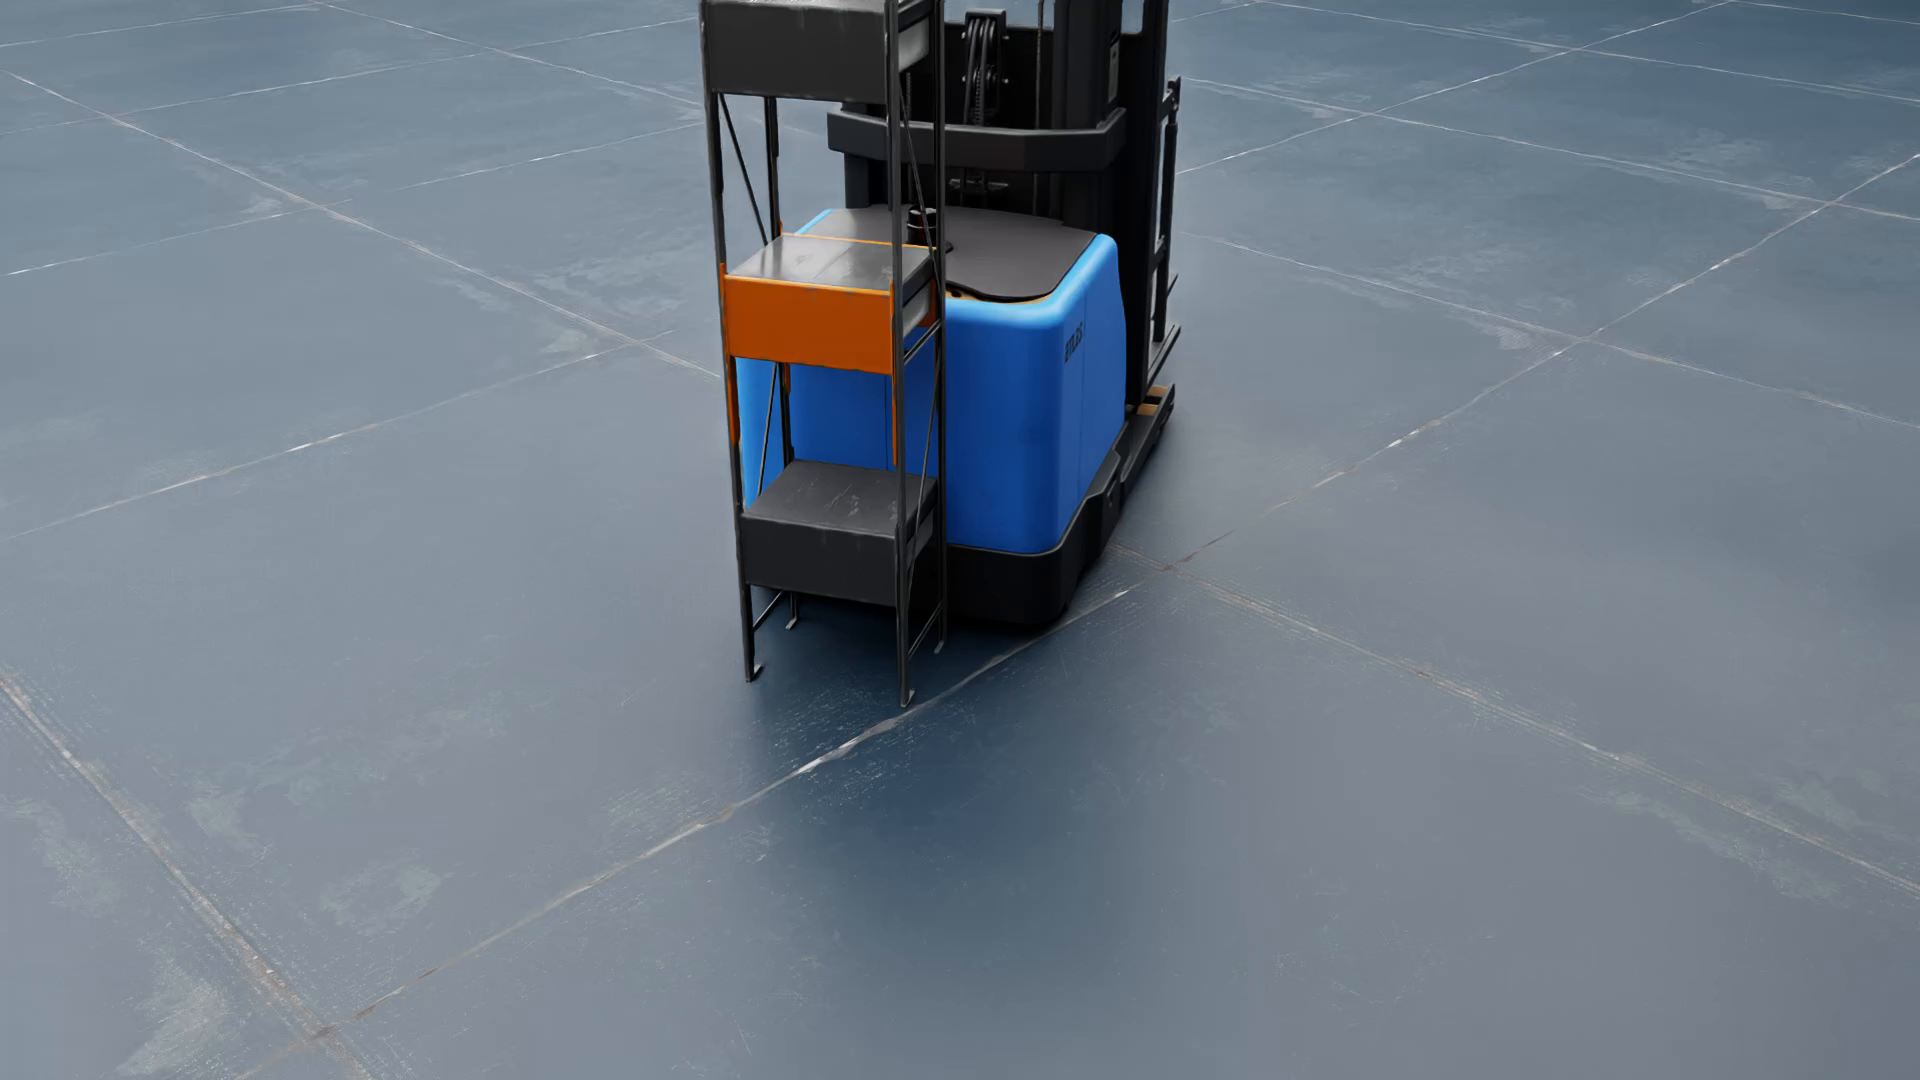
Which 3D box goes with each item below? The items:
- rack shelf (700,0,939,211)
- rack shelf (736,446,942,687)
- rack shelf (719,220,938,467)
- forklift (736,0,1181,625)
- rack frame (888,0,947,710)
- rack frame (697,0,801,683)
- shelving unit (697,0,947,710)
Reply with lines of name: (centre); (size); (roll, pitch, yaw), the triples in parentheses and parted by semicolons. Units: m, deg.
rack shelf: (-0.339, -1.169, 4.242); (0.480, 0.518, 0.431); (8, 29, 15)
rack shelf: (-0.339, 0.070, 4.893); (0.480, 0.518, 0.431); (8, 29, 15)
rack shelf: (-0.339, -0.549, 4.567); (0.480, 0.518, 0.431); (8, 29, 15)
forklift: (0.223, -1.706, 5.845); (1.130, 2.935, 3.031); (8, 29, 15)
rack frame: (-0.106, -0.528, 4.498); (0.015, 2.100, 0.400); (8, 29, 15)
rack frame: (-0.572, -0.594, 4.624); (0.015, 2.100, 0.400); (8, 29, 15)
shelving unit: (-0.339, -0.561, 4.561); (0.503, 2.100, 0.431); (8, 29, 15)
